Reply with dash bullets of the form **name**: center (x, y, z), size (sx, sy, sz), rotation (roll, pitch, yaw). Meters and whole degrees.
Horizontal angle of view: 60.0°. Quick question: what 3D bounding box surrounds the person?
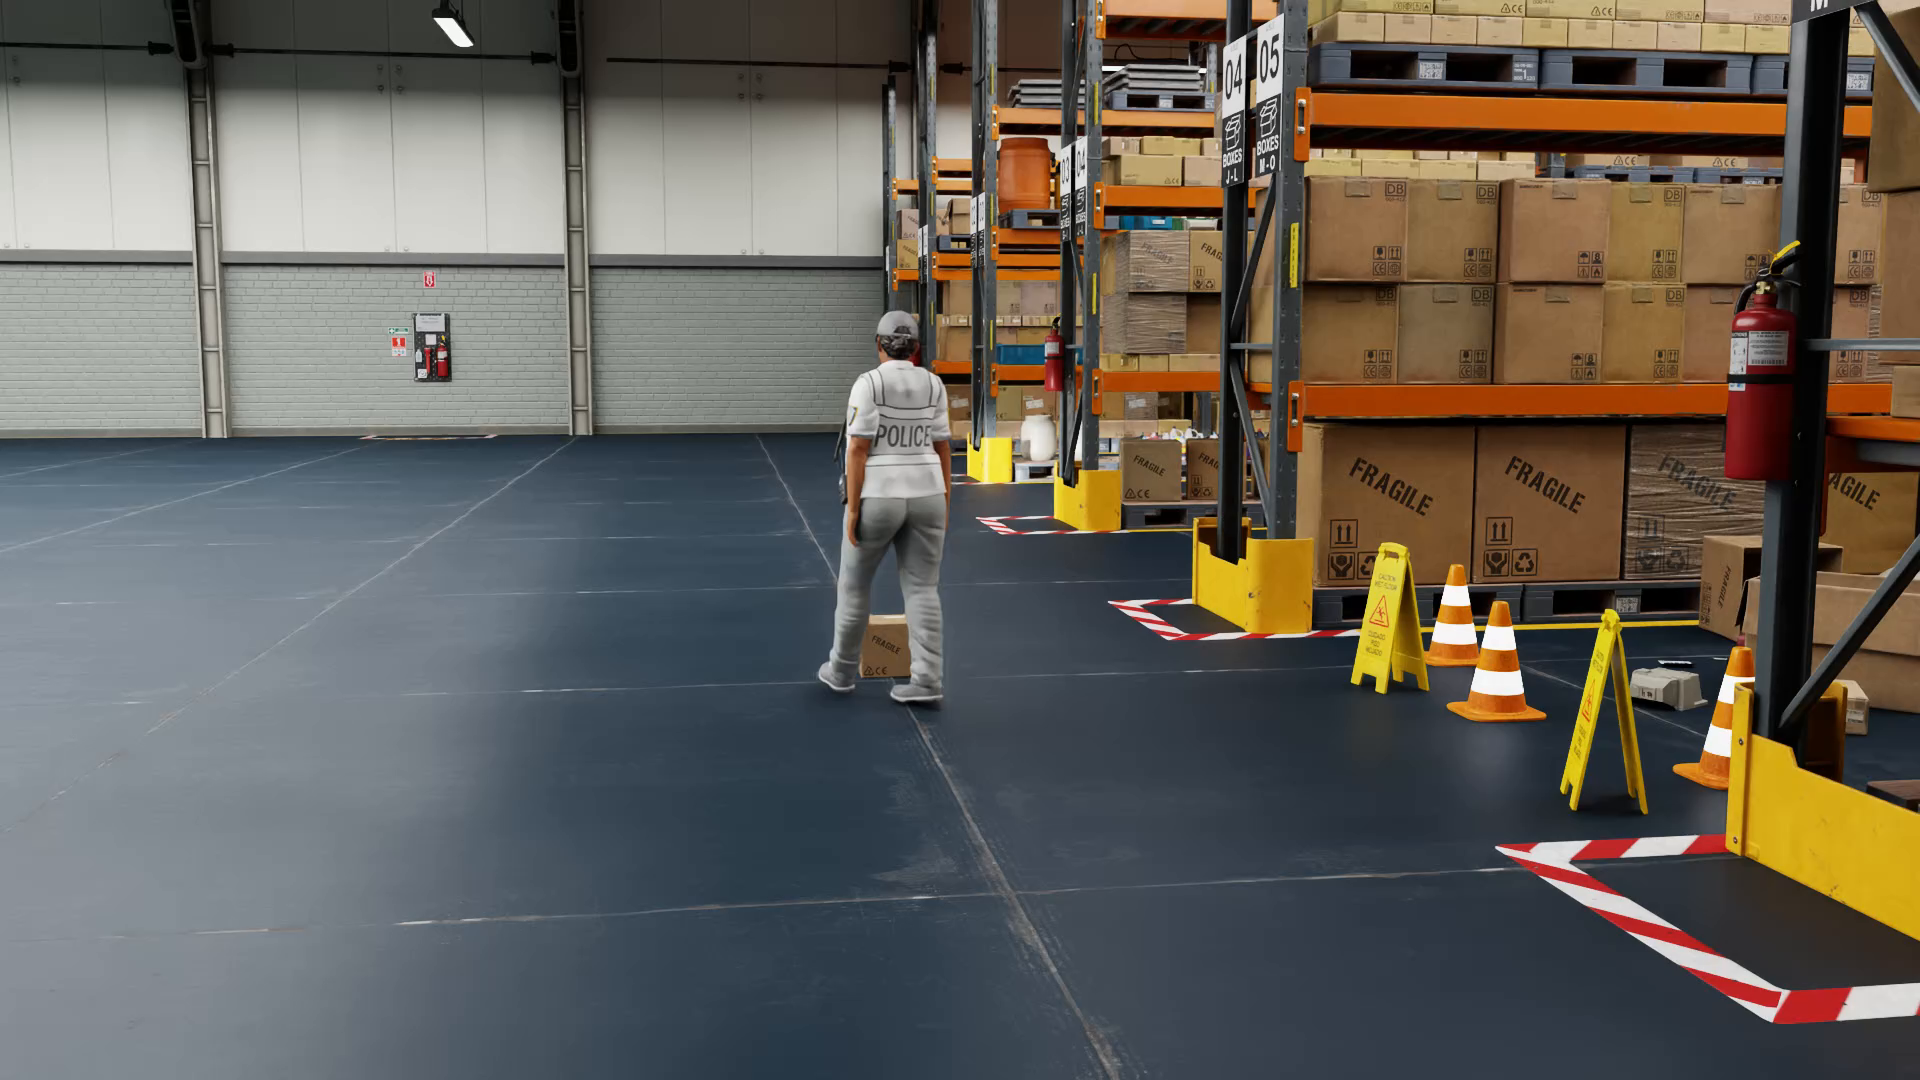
- **person**: center (-0.309, -0.151, 7.113), size (0.493, 1.650, 0.704), rotation (-3, 7, -25)
